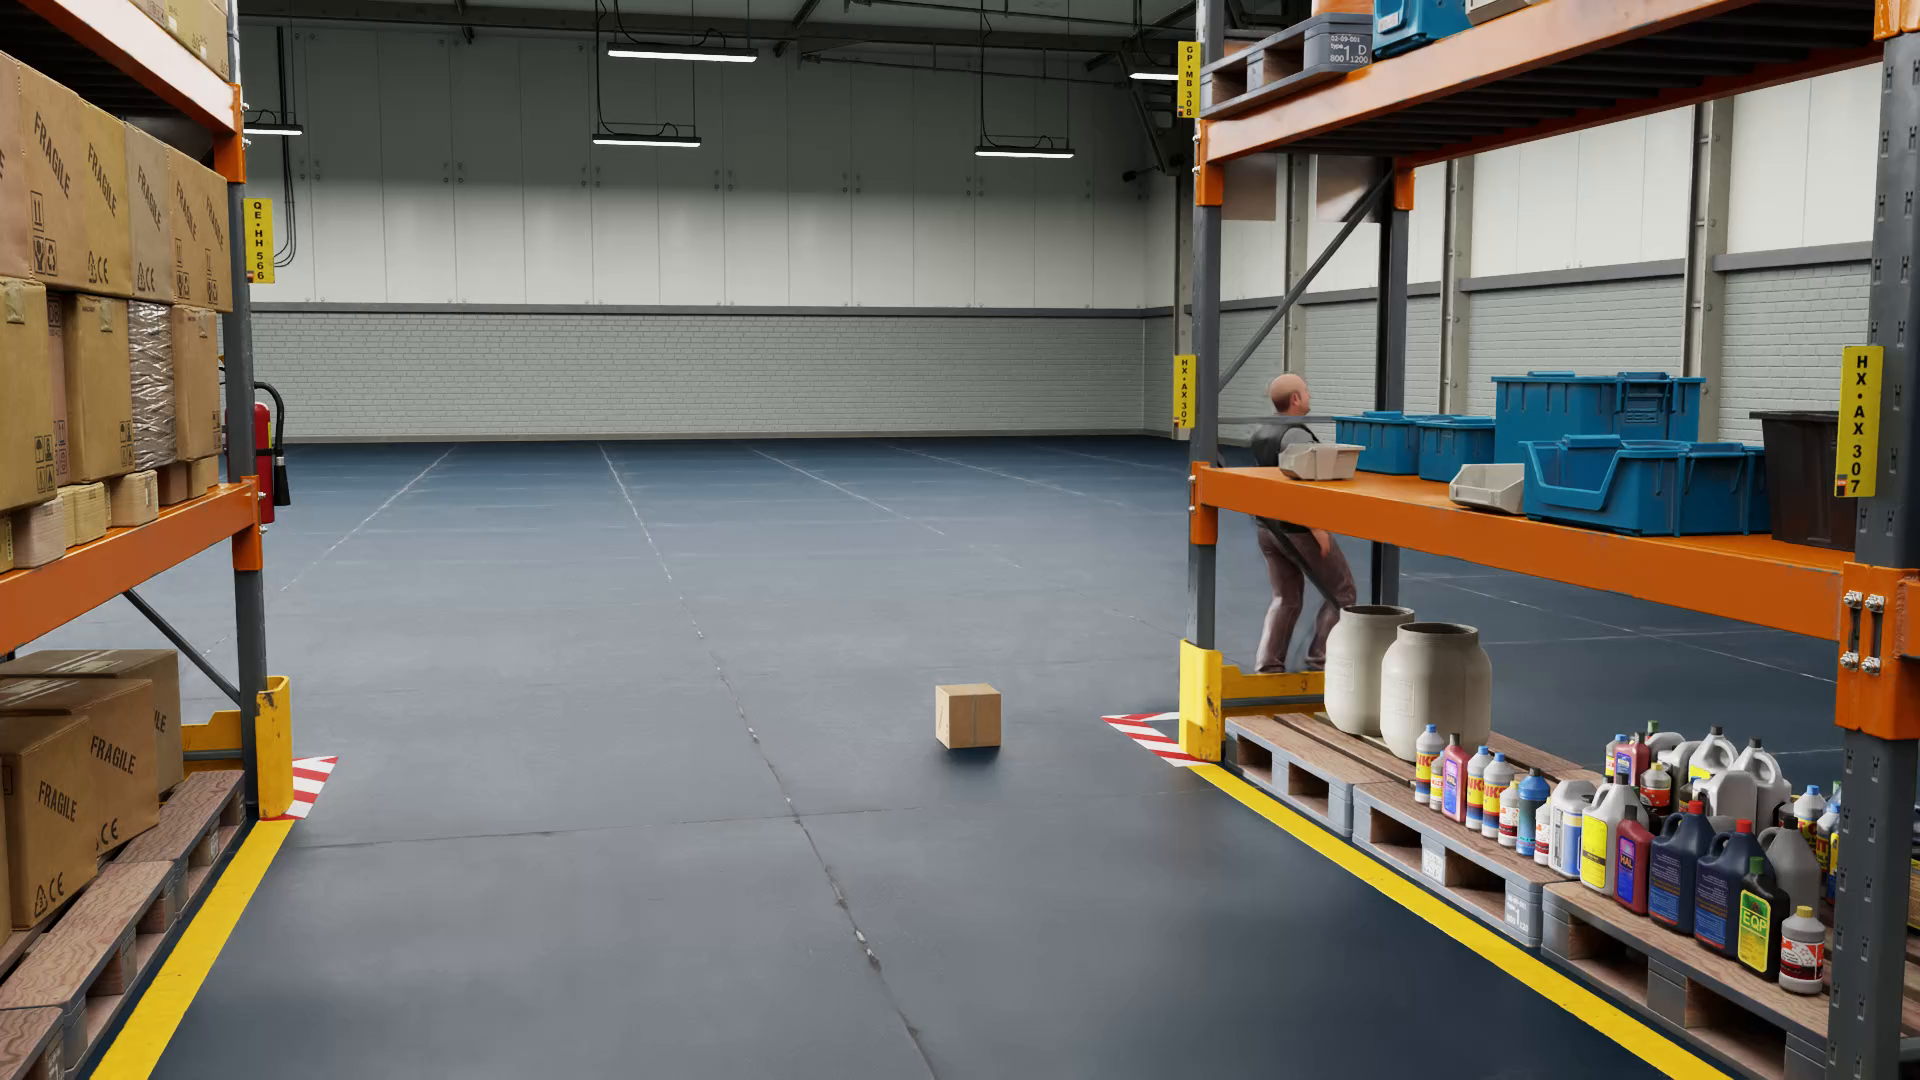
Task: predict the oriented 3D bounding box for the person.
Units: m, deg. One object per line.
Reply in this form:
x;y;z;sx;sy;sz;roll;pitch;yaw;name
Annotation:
1.846;-0.021;8.952;0.533;1.735;0.618;-2;7;-22;person
